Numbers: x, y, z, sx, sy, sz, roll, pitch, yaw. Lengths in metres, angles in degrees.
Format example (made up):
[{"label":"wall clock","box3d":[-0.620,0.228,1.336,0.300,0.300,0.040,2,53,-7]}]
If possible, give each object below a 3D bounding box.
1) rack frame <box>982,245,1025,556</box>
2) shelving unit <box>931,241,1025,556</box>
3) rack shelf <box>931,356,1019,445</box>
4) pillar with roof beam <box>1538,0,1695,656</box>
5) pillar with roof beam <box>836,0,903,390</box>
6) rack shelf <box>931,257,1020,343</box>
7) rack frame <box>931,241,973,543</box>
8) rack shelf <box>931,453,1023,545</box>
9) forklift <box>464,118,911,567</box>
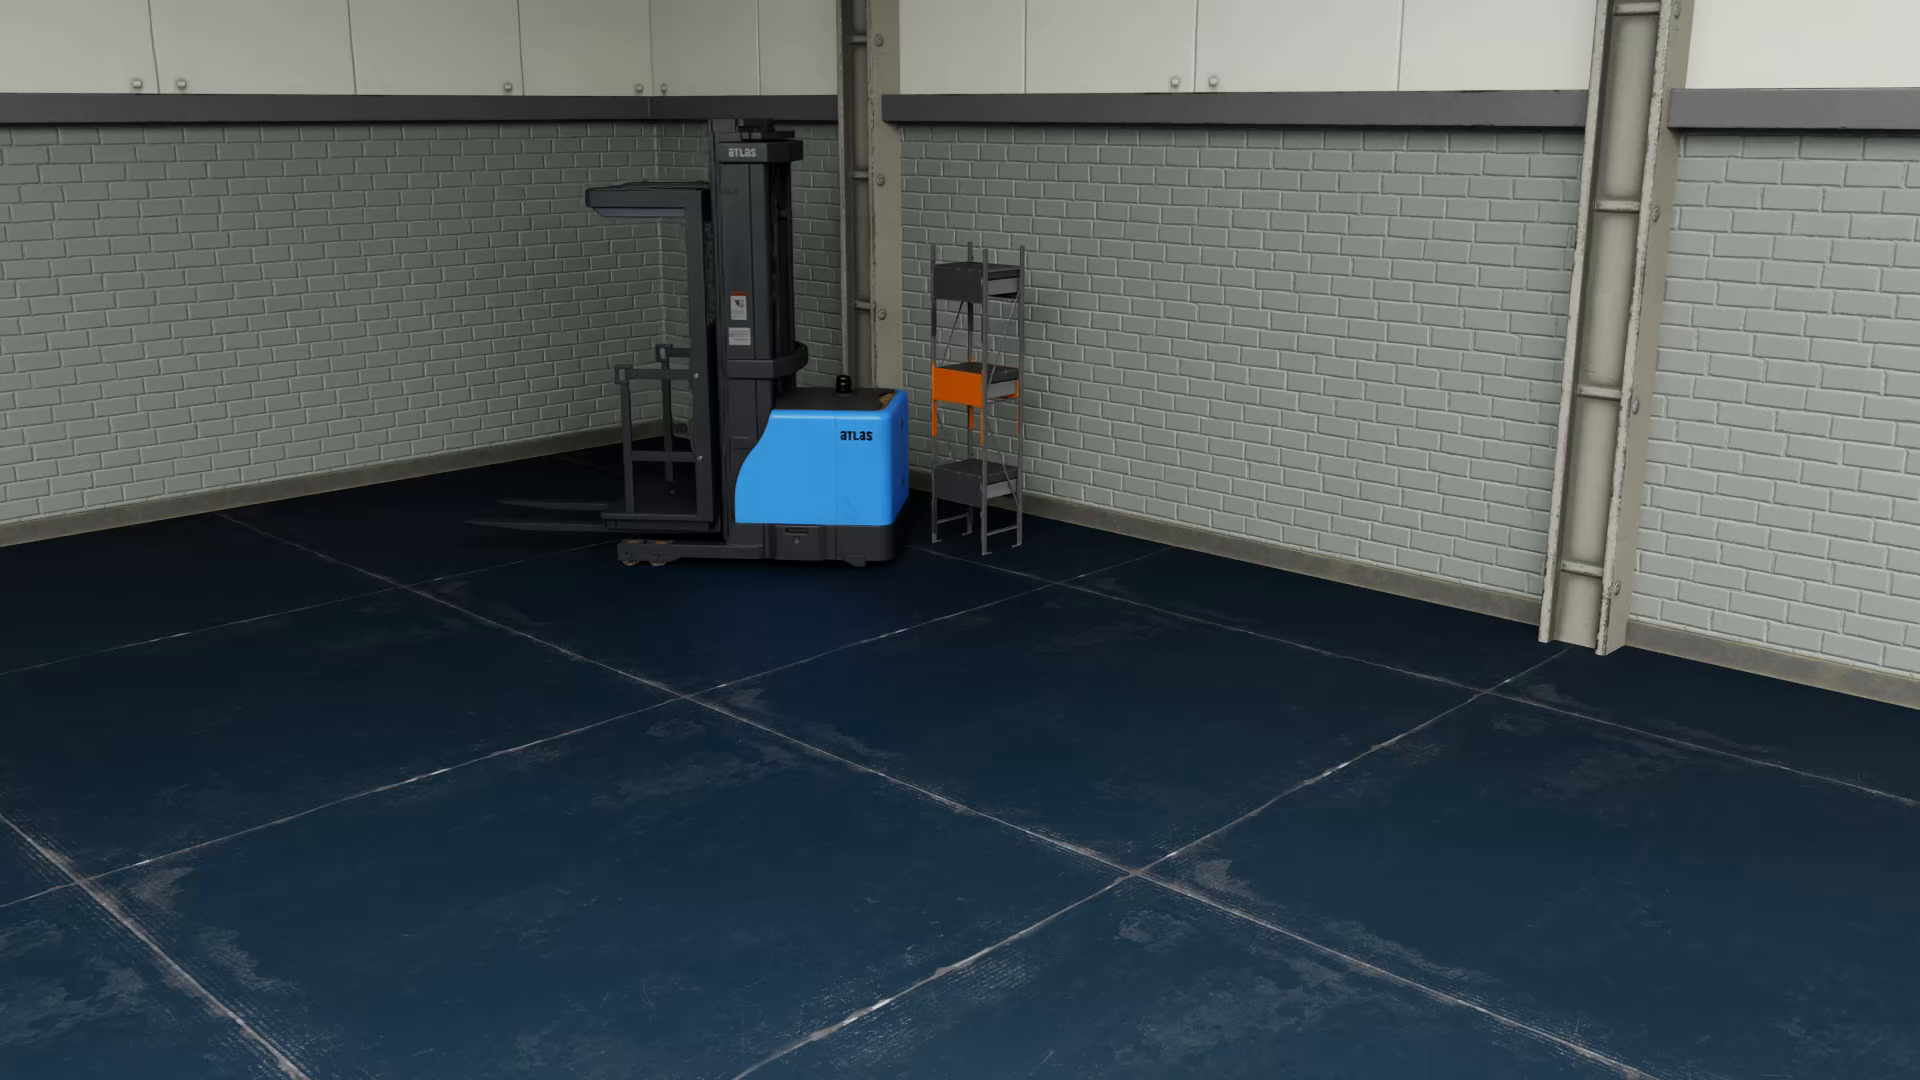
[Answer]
[{"label":"rack frame","box3d":[0.295,-0.944,11.392,0.015,2.100,0.400,14,20,42]},{"label":"shelving unit","box3d":[0.119,-0.987,11.556,0.503,2.100,0.431,14,20,42]},{"label":"rack shelf","box3d":[0.119,-0.974,11.560,0.480,0.518,0.431,14,20,42]},{"label":"pillar with roof beam","box3d":[0.624,-2.980,5.522,0.400,9.000,9.100,14,20,42]},{"label":"pillar with roof beam","box3d":[-3.695,-4.030,9.552,0.400,9.000,9.100,14,20,42]},{"label":"rack shelf","box3d":[0.119,-1.651,11.383,0.480,0.518,0.431,14,20,42]},{"label":"rack frame","box3d":[-0.057,-1.030,11.720,0.015,2.100,0.400,14,20,42]},{"label":"rack shelf","box3d":[0.119,-0.297,11.736,0.480,0.518,0.431,14,20,42]},{"label":"forklift","box3d":[-1.905,-1.373,11.389,3.031,2.935,1.130,1,15,5]}]
